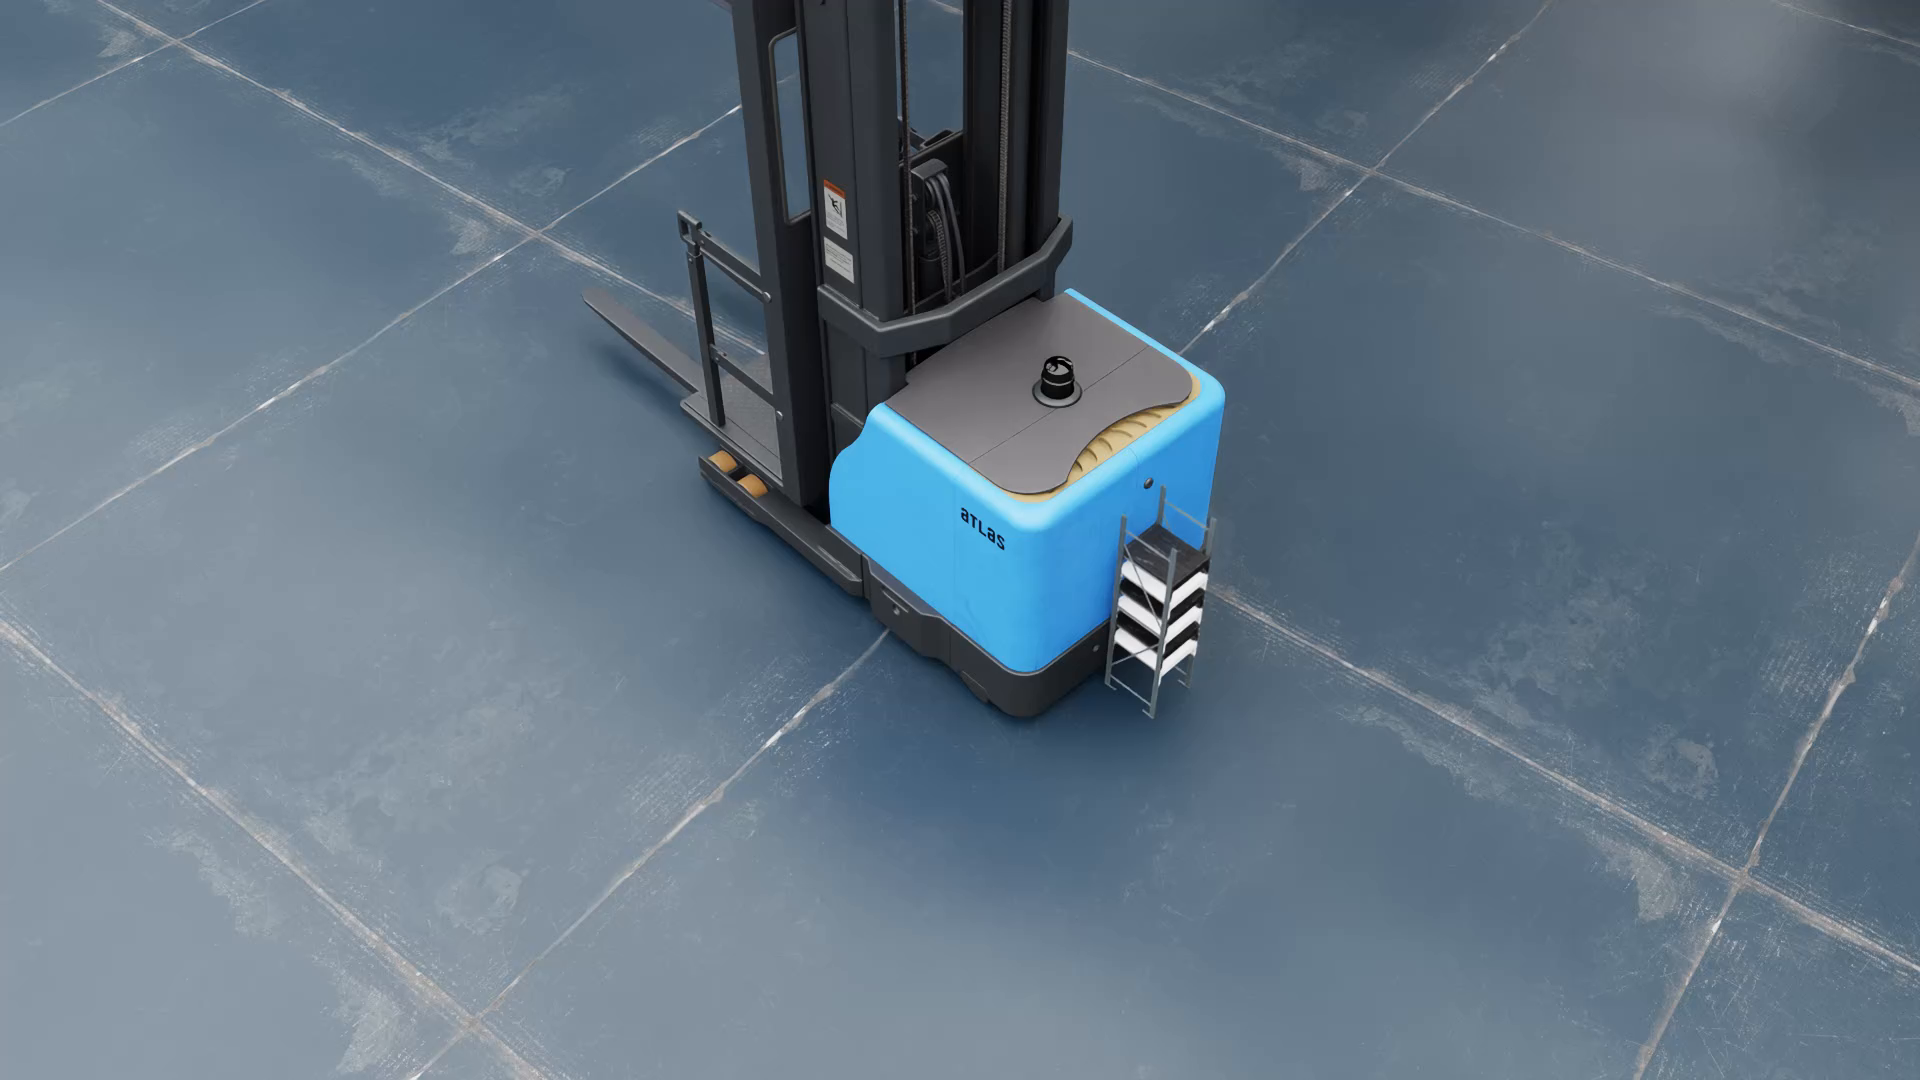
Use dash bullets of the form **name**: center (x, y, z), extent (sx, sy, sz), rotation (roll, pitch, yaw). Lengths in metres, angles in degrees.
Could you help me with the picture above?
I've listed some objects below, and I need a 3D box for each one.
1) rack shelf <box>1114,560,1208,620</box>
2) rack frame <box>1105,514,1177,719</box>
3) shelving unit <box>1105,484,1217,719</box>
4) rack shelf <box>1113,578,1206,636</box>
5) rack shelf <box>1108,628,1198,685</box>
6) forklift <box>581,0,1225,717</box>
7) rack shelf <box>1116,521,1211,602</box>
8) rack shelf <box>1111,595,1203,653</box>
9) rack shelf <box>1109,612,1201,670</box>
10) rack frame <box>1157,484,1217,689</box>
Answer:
- **rack shelf**: center (0.701, 0.134, 5.797), extent (0.200, 0.077, 0.258), rotation (-35, 56, -29)
- **rack frame**: center (0.629, 0.287, 5.854), extent (0.006, 0.900, 0.240), rotation (-35, 56, -29)
- **shelving unit**: center (0.701, 0.235, 5.903), extent (0.210, 0.900, 0.258), rotation (-35, 56, -29)
- **rack shelf**: center (0.701, 0.196, 5.862), extent (0.200, 0.077, 0.258), rotation (-35, 56, -29)
- **rack shelf**: center (0.701, 0.382, 6.057), extent (0.200, 0.077, 0.258), rotation (-35, 56, -29)
- **forklift**: center (-0.433, -1.344, 6.007), extent (1.130, 2.935, 3.031), rotation (-34, 55, -28)
- **rack shelf**: center (0.701, 0.072, 5.732), extent (0.200, 0.077, 0.258), rotation (-35, 56, -29)
- **rack shelf**: center (0.701, 0.258, 5.927), extent (0.200, 0.077, 0.258), rotation (-35, 56, -29)
- **rack shelf**: center (0.701, 0.320, 5.992), extent (0.200, 0.077, 0.258), rotation (-35, 56, -29)
- **rack frame**: center (0.774, 0.183, 5.952), extent (0.006, 0.900, 0.240), rotation (-35, 56, -29)
